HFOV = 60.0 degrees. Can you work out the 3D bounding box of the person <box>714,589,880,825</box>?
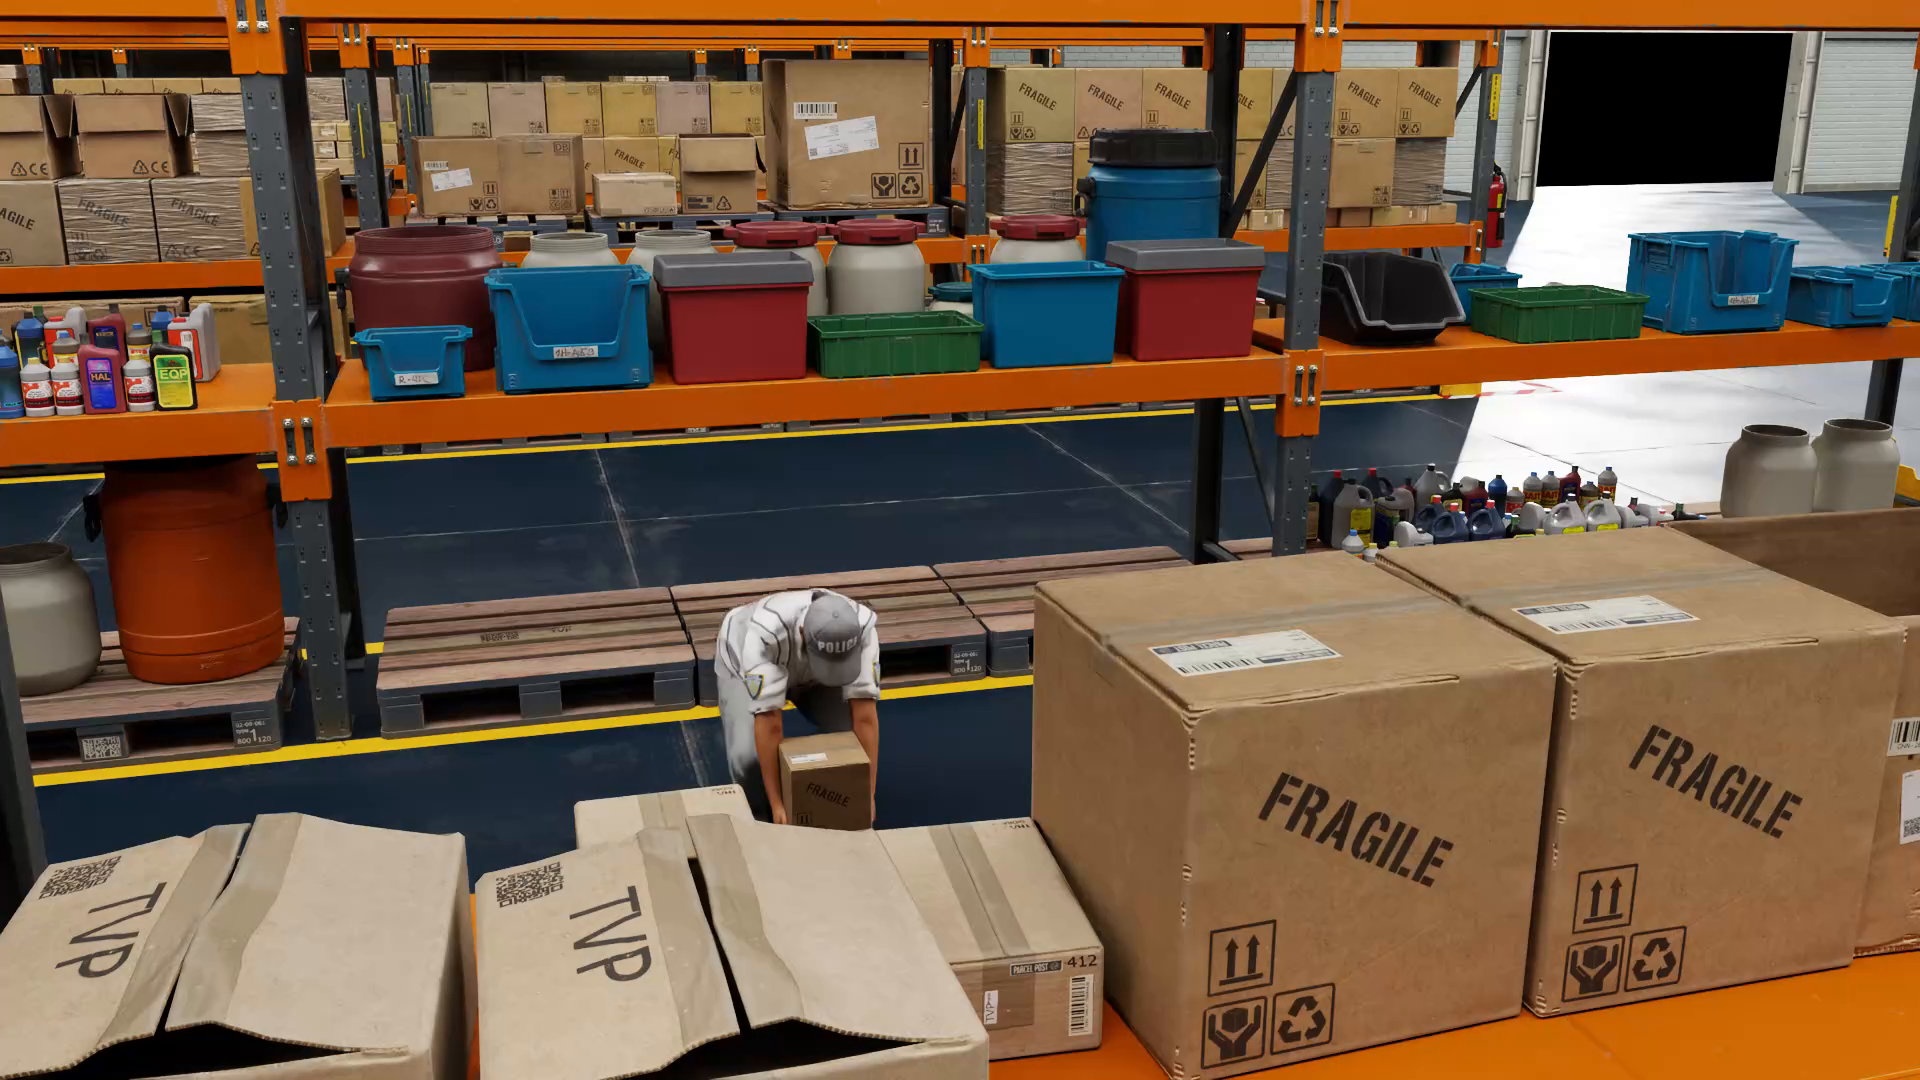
[{"bbox_3d":[-0.535,0.544,5.460,0.499,0.947,0.877,-5,17,-17],"label":"person"}]
